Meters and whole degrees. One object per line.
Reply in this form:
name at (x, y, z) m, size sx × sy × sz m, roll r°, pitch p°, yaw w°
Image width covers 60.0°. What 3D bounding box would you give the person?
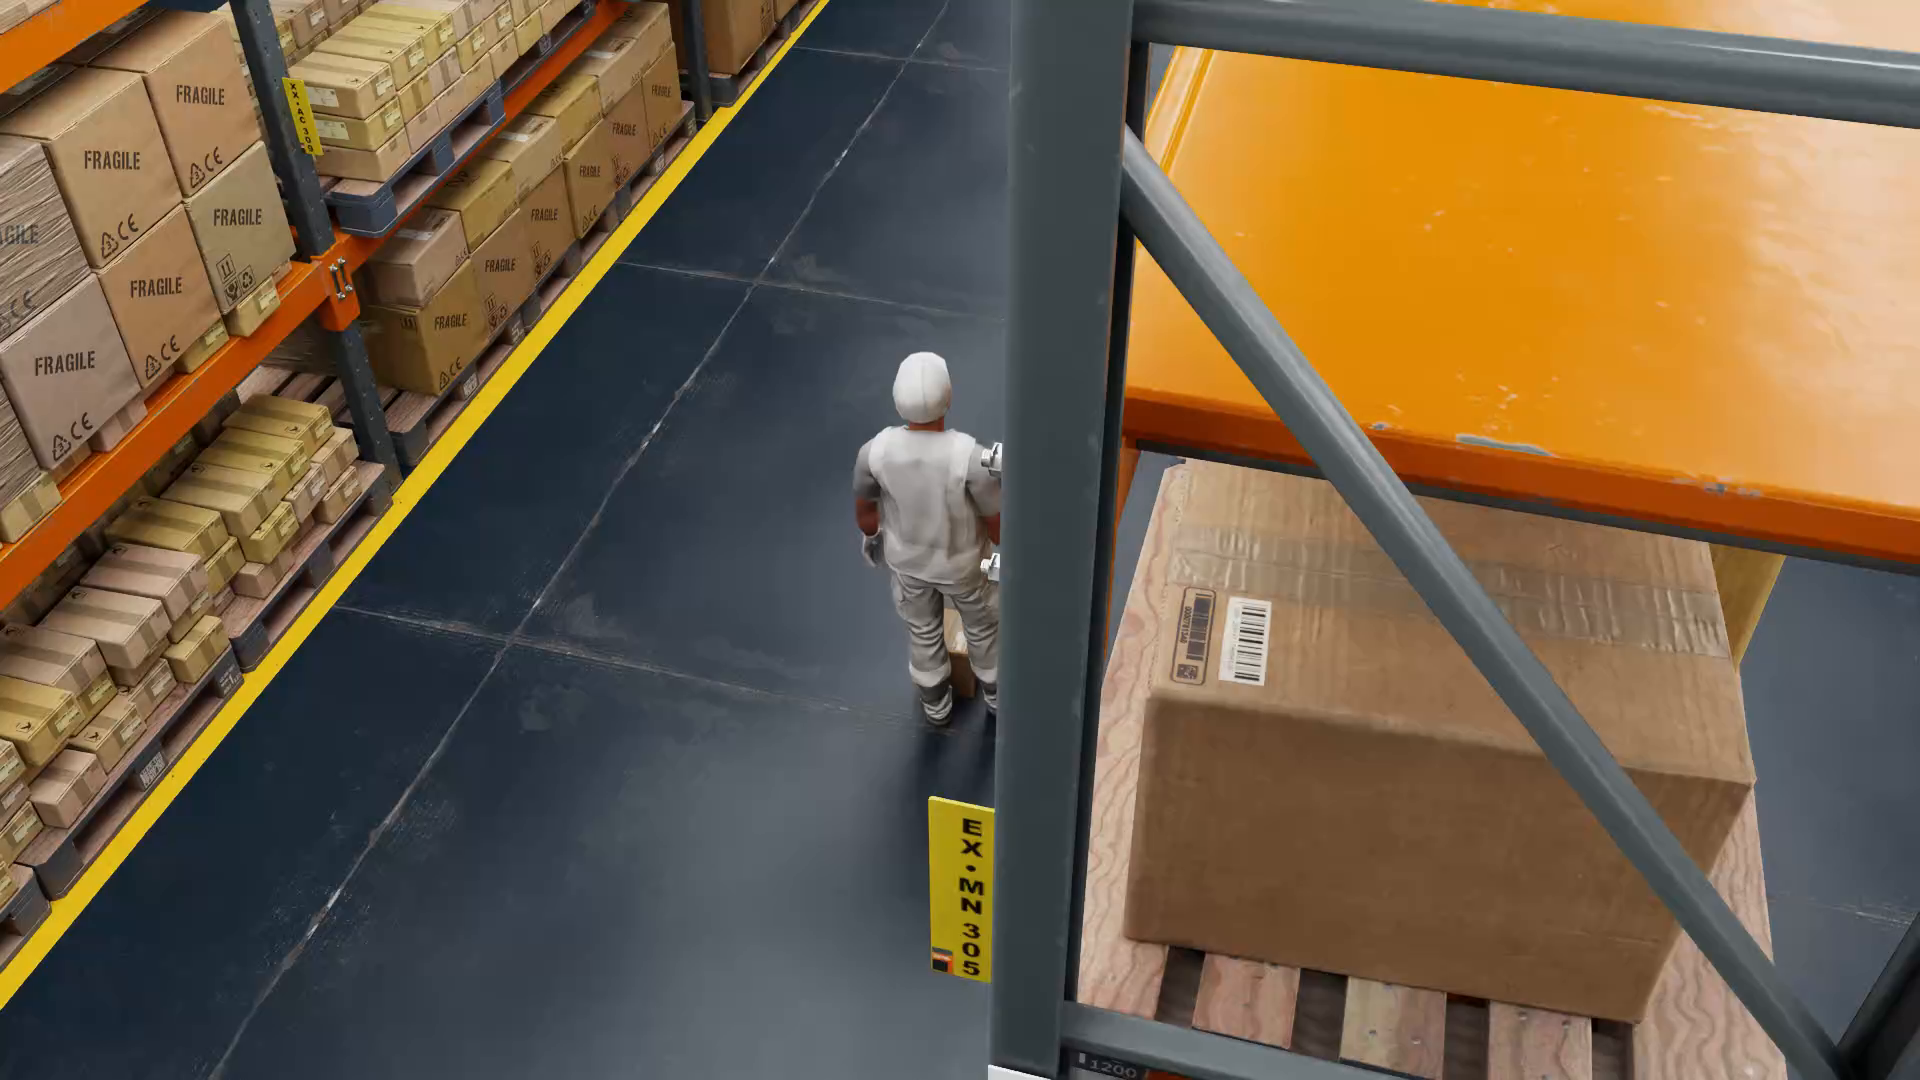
person at (-0.051, 0.005, 6.286) m, size 0.637 × 1.787 × 0.564 m, roll 10°, pitch 42°, yaw 11°
